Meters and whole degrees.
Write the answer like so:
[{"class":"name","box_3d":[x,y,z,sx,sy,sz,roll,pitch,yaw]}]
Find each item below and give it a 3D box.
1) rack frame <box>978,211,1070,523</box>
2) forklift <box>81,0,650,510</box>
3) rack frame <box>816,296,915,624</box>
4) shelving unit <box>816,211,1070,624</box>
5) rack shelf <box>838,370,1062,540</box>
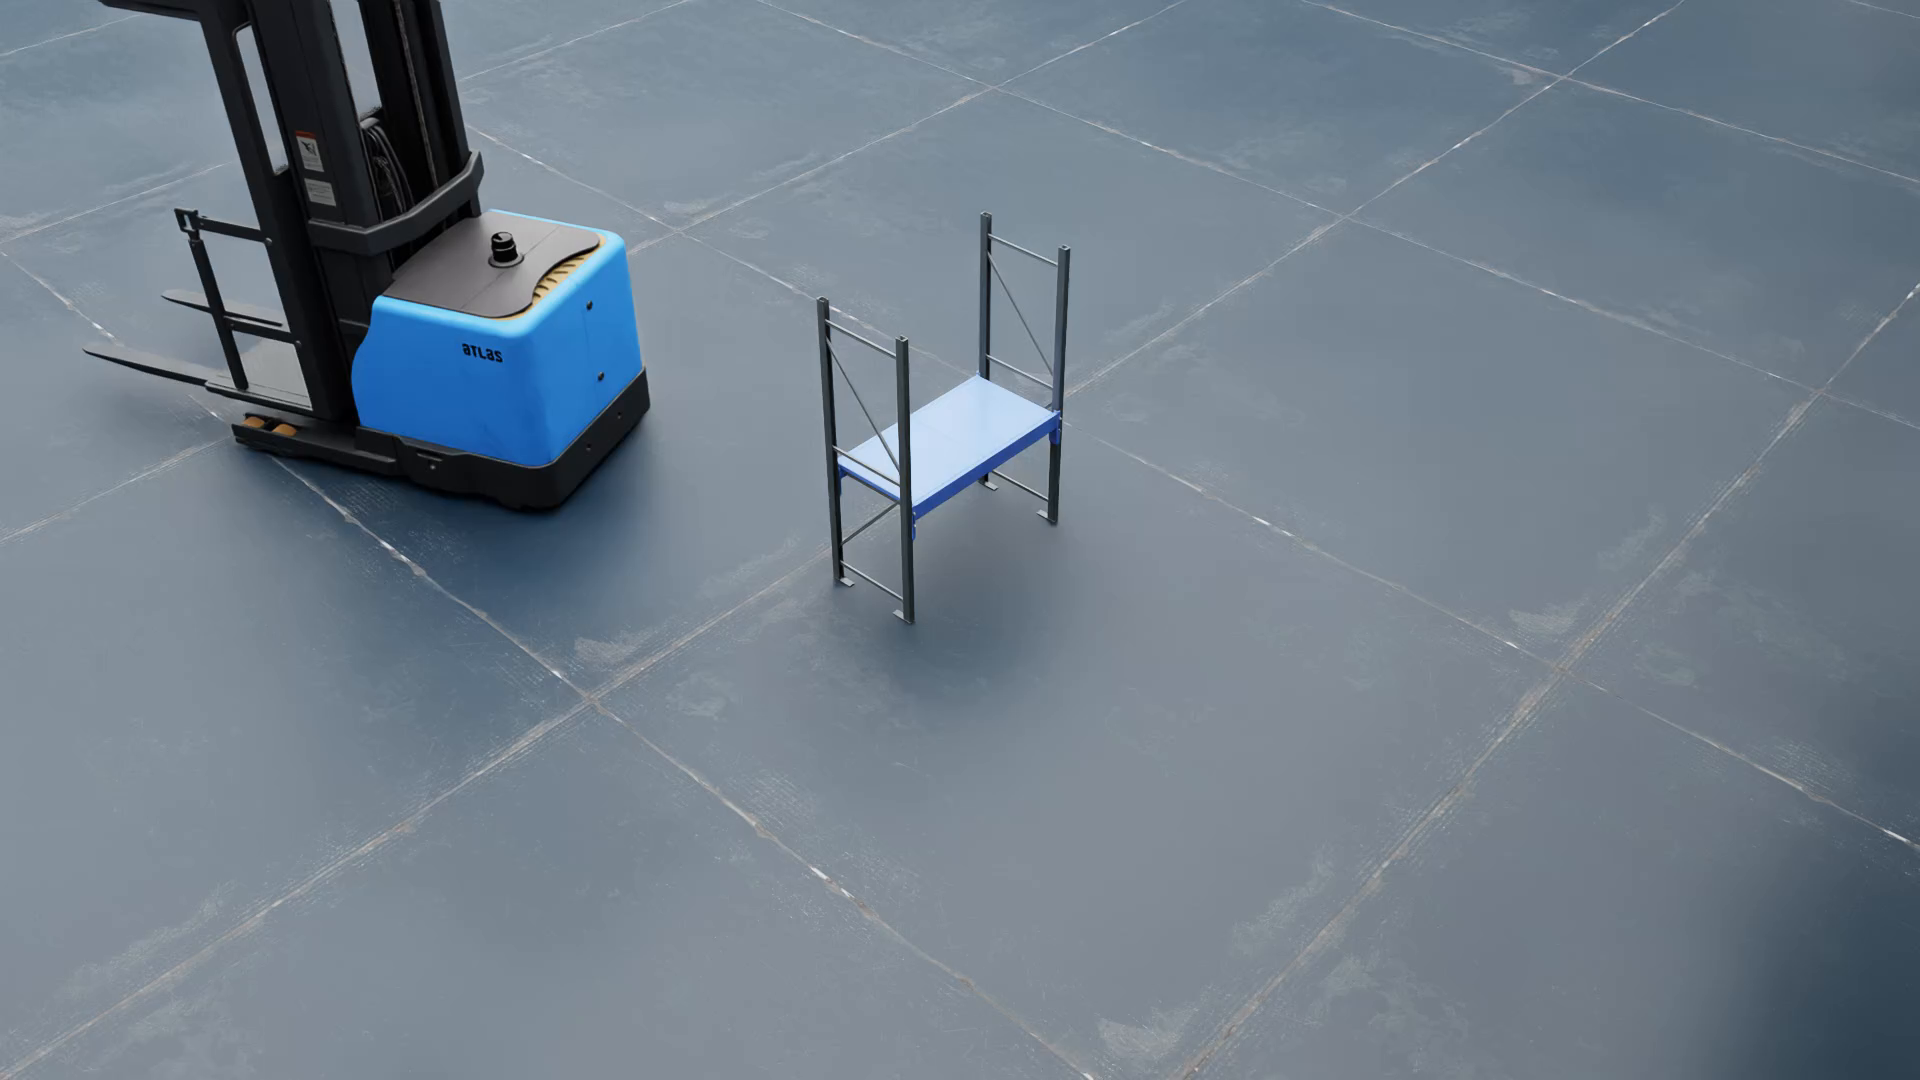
[{"class":"rack frame","box_3d":[0.285,-0.781,7.811,0.500,1.500,0.032,30,47,32]},{"class":"forklift","box_3d":[-3.212,-1.867,8.027,3.031,2.935,1.130,13,40,16]},{"class":"rack frame","box_3d":[-0.400,-0.314,7.224,0.500,1.500,0.032,30,47,32]},{"class":"shelving unit","box_3d":[-0.058,-0.548,7.517,0.538,1.500,1.048,30,47,32]},{"class":"rack shelf","box_3d":[-0.058,-0.407,7.629,0.538,0.185,1.000,30,47,32]}]
